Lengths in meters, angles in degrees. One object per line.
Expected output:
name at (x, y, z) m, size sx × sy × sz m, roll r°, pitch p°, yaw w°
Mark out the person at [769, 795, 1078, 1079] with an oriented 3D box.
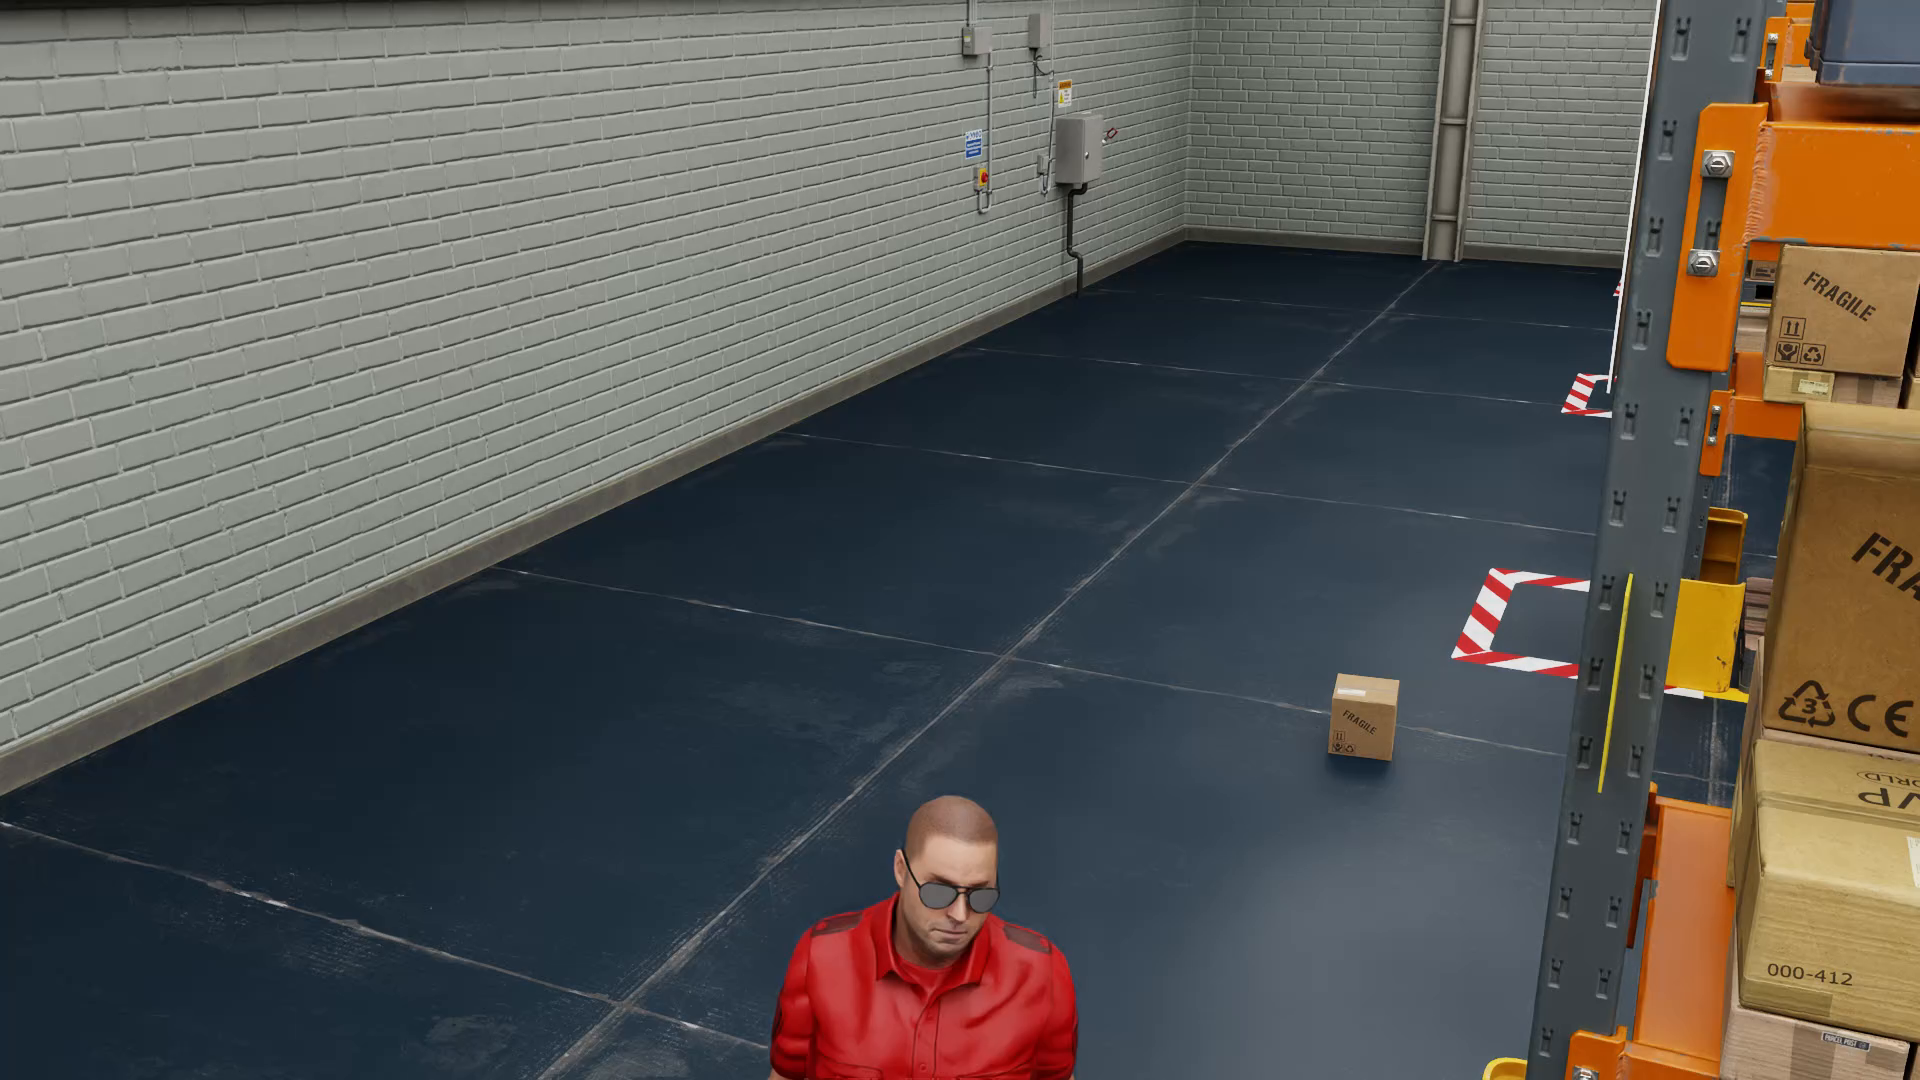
person at (-0.080, 1.233, 2.998) m, size 0.565 × 1.682 × 1.006 m, roll 3°, pitch 19°, yaw 8°
